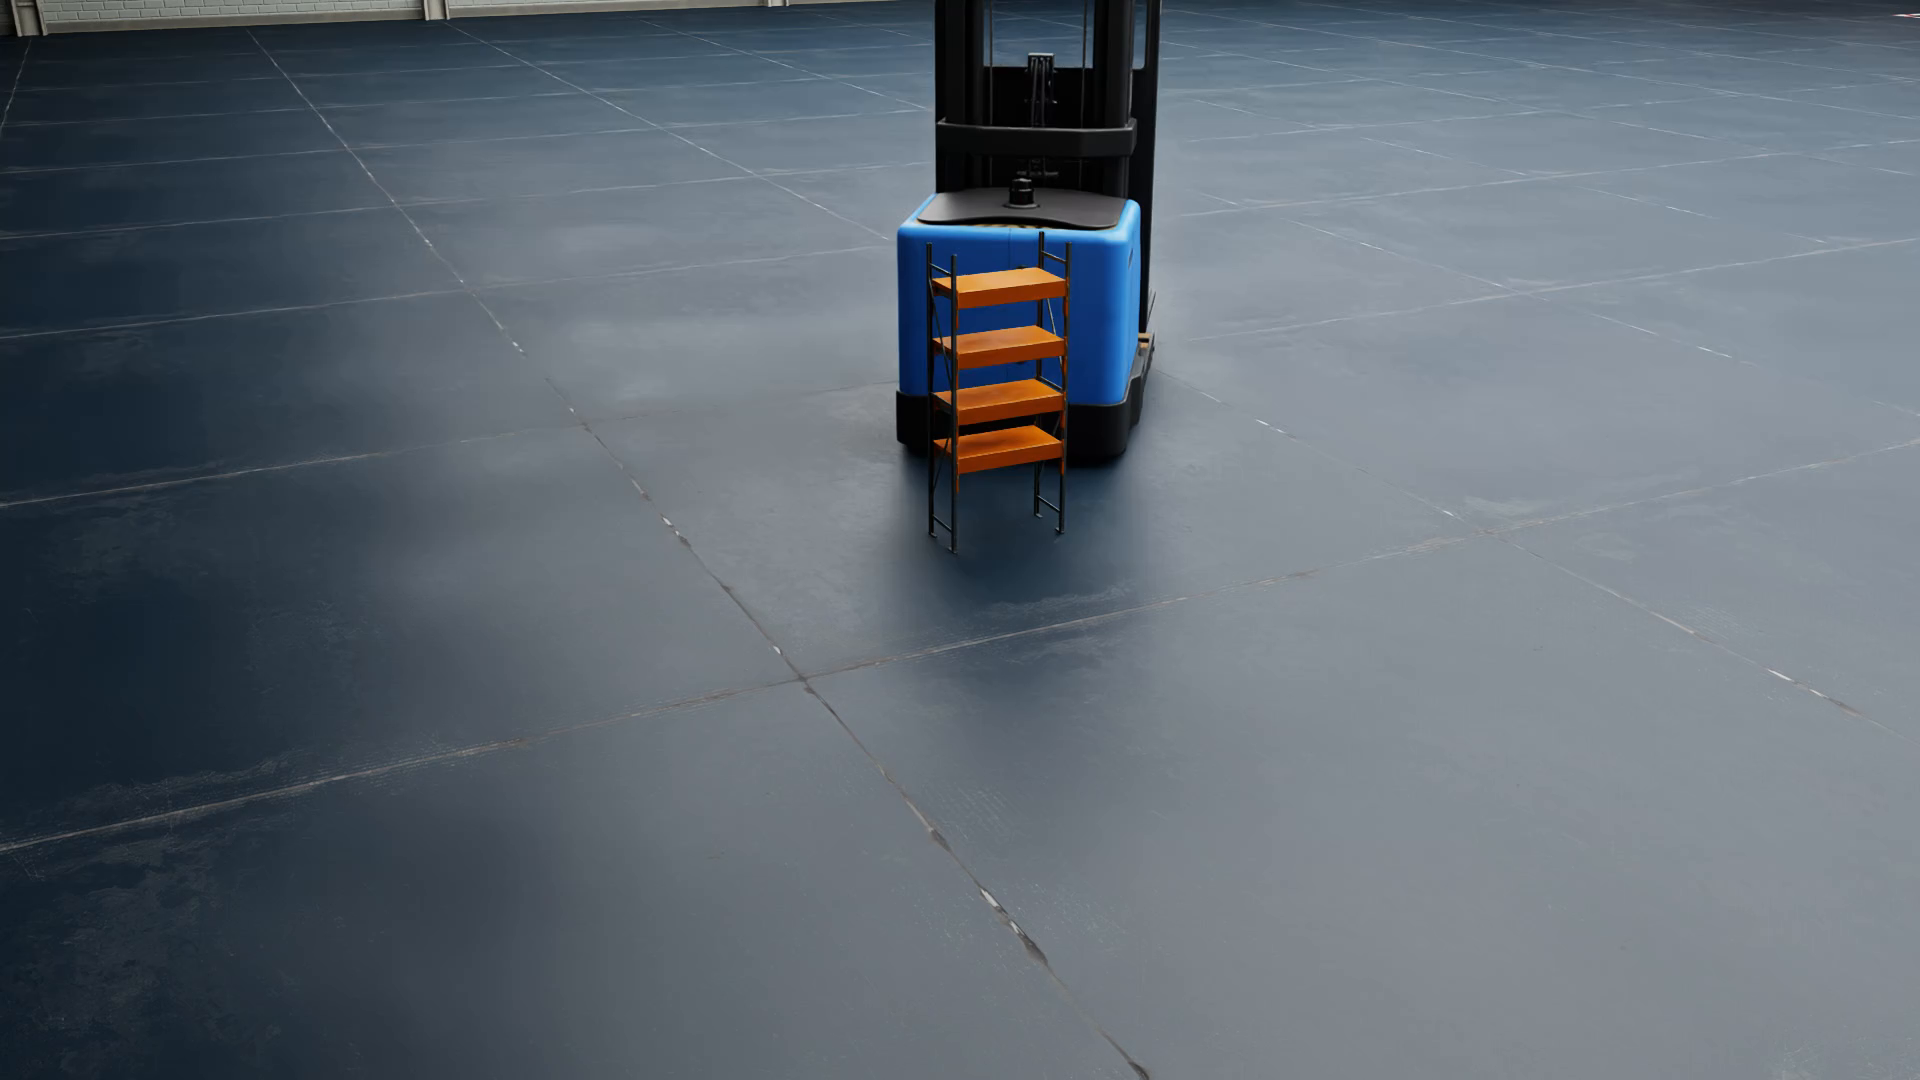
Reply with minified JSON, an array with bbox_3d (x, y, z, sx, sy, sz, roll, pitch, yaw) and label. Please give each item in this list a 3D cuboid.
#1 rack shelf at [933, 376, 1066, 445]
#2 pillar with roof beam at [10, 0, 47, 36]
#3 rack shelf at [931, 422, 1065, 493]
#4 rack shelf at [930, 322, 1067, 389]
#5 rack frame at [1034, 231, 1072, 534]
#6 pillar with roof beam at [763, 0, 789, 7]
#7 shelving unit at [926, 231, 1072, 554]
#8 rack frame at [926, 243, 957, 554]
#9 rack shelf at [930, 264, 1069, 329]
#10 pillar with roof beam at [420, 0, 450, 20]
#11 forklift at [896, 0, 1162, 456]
[{"bbox_3d":[0.149,-0.520,6.613,0.480,0.148,0.258,-10,25,-24],"label":"rack shelf"},{"bbox_3d":[-12.289,-10.386,20.074,0.400,9.000,9.100,-10,25,-24],"label":"pillar with roof beam"},{"bbox_3d":[0.149,-0.336,6.689,0.480,0.148,0.258,-10,25,-24],"label":"rack shelf"},{"bbox_3d":[0.149,-0.726,6.527,0.480,0.148,0.258,-10,25,-24],"label":"rack shelf"},{"bbox_3d":[0.369,-0.622,6.685,0.015,1.200,0.240,-10,25,-24],"label":"rack frame"},{"bbox_3d":[-1.476,-12.376,24.883,0.400,9.000,9.100,-10,25,-24],"label":"pillar with roof beam"},{"bbox_3d":[0.149,-0.582,6.587,0.503,1.200,0.258,-10,25,-24],"label":"shelving unit"},{"bbox_3d":[-0.071,-0.541,6.489,0.015,1.200,0.240,-10,25,-24],"label":"rack frame"},{"bbox_3d":[0.149,-0.945,6.437,0.480,0.148,0.258,-10,25,-24],"label":"rack shelf"},{"bbox_3d":[-6.883,-11.381,22.479,0.400,9.000,9.100,-10,25,-24],"label":"pillar with roof beam"},{"bbox_3d":[0.462,-2.260,8.379,1.130,2.935,3.031,4,23,9],"label":"forklift"}]
